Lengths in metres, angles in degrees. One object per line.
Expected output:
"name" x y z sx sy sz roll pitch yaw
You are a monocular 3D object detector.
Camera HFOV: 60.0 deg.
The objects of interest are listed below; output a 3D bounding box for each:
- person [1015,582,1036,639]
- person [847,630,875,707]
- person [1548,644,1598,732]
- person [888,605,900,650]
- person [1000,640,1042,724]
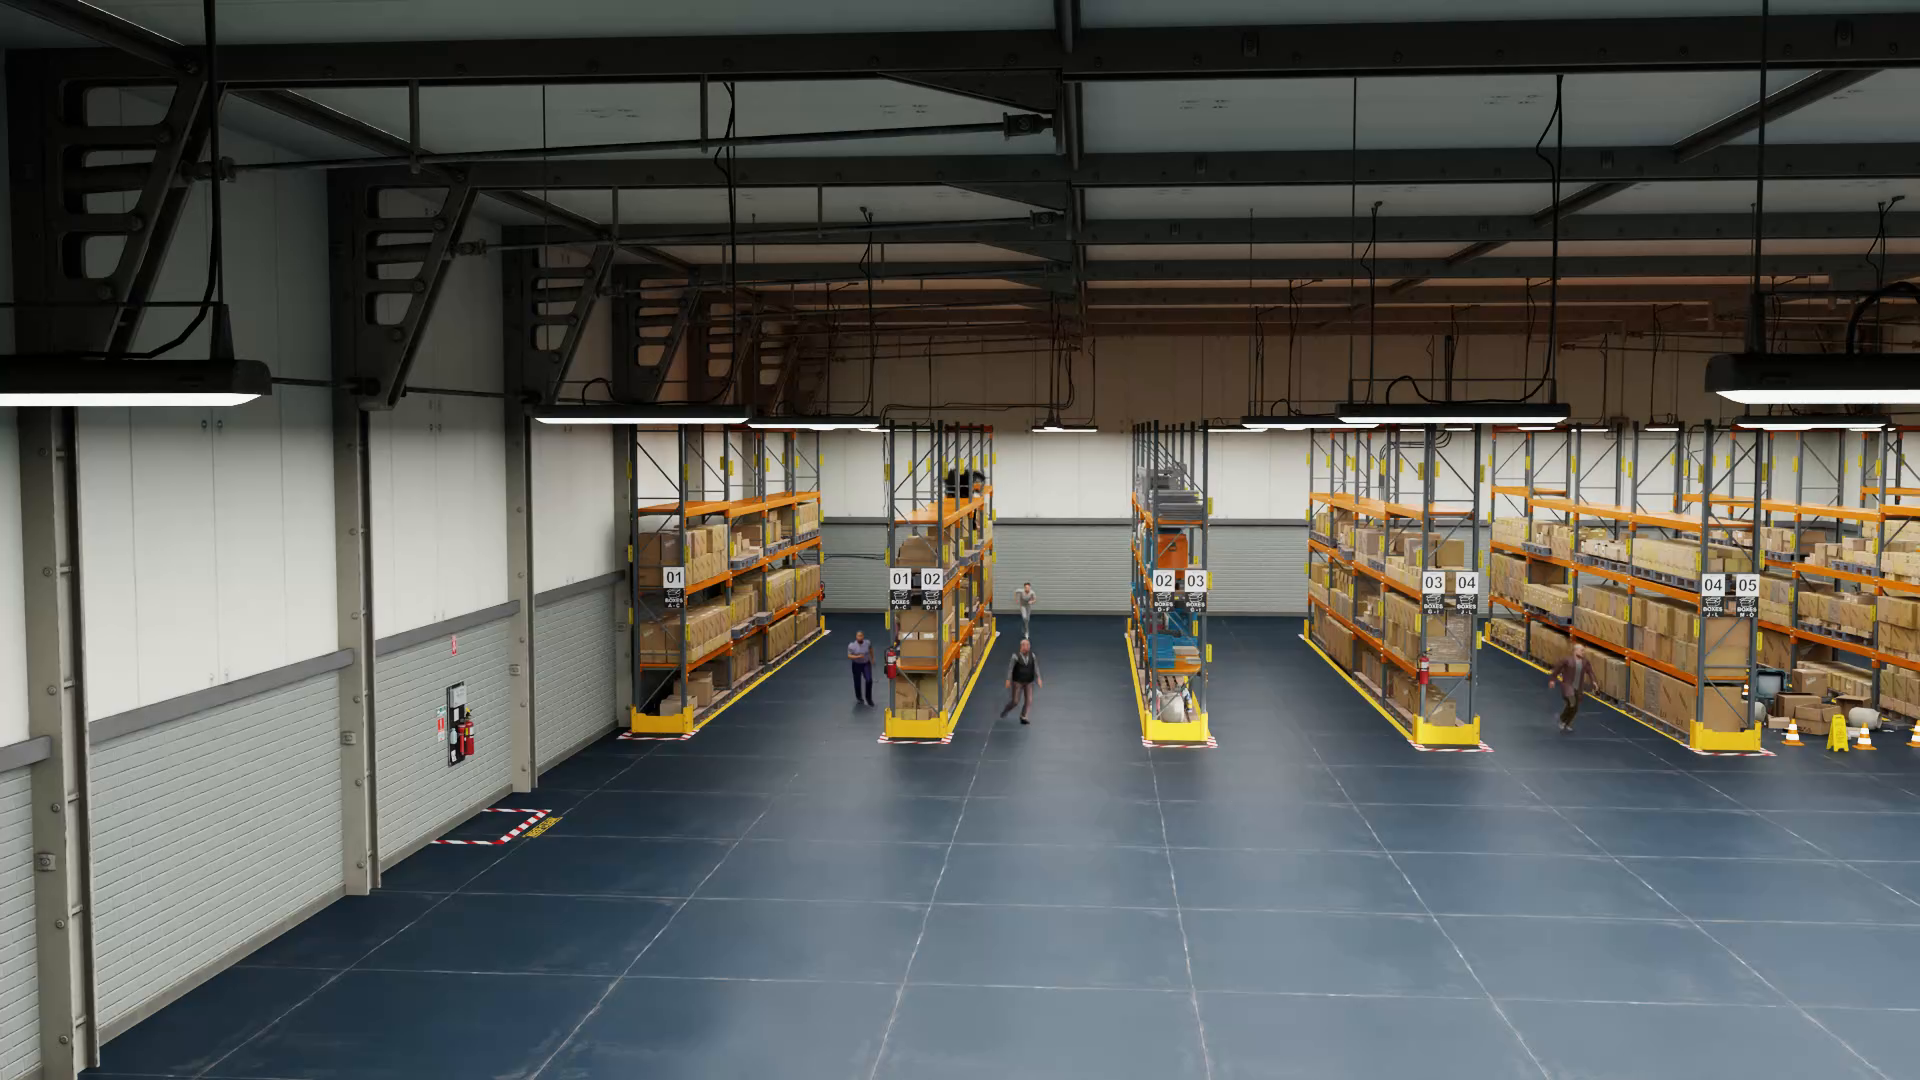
"person" 1.844 1.976 47.121 0.599 1.624 0.959 0 4 -6
"person" -2.097 2.708 35.184 0.606 1.638 0.880 -1 4 -8
"person" 11.762 2.867 31.783 0.704 1.656 0.828 -1 4 -11
"person" -1.626 2.167 43.974 0.577 1.560 0.734 0 4 -4
"person" 1.201 2.799 32.910 0.725 1.692 0.635 -1 4 -19
